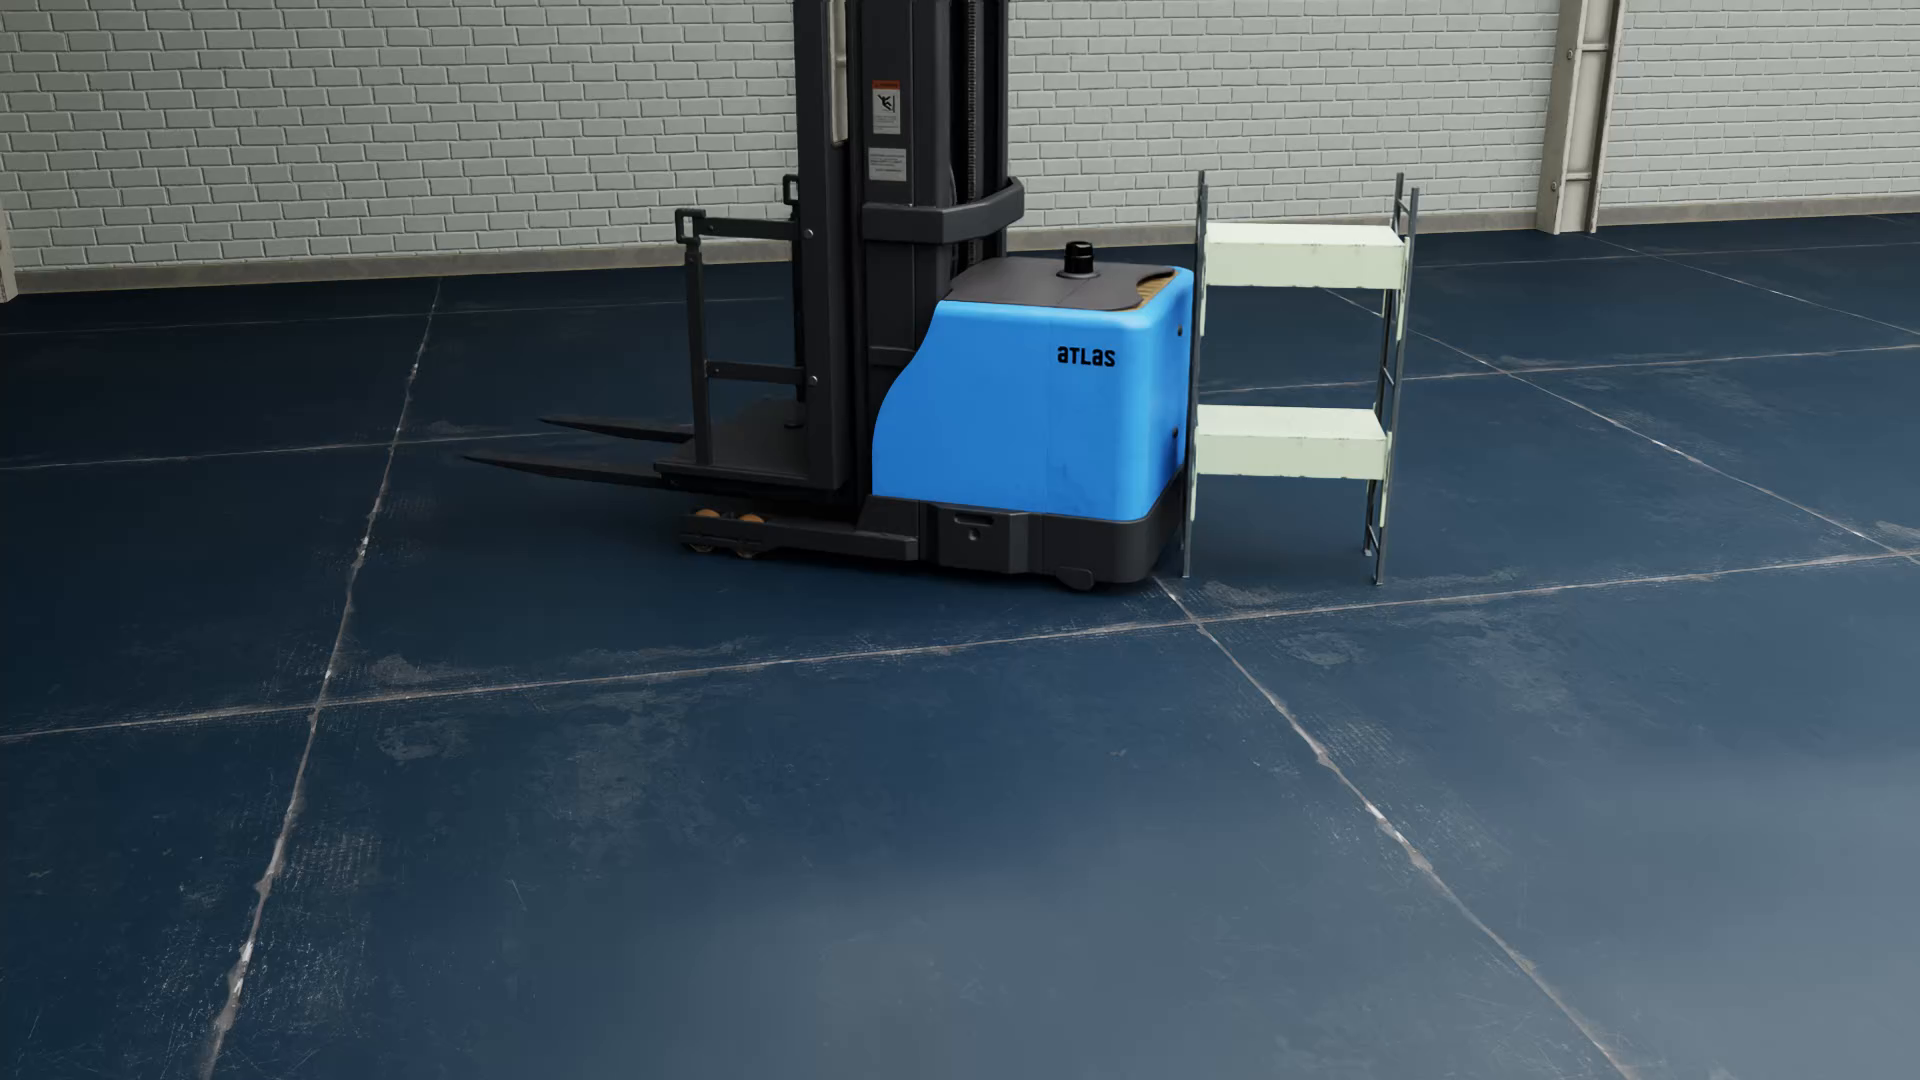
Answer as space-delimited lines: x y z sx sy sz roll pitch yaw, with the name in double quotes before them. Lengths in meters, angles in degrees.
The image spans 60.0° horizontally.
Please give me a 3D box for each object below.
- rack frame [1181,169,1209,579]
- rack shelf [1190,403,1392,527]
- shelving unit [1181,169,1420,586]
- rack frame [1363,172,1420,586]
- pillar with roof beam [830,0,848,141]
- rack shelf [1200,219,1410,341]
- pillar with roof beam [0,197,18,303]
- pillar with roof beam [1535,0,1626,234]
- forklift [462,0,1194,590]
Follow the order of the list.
"rack frame" 0.890 -0.623 6.336 0.023 1.500 0.400 2 20 6
"rack shelf" 1.254 -0.304 6.413 0.720 0.370 0.431 2 20 6
"shelving unit" 1.254 -0.610 6.301 0.755 1.500 0.431 2 20 6
"rack frame" 1.618 -0.598 6.265 0.023 1.500 0.400 2 20 6
"pillar with roof beam" 0.193 -4.892 7.087 0.400 9.000 9.100 -5 21 -12
"rack shelf" 1.254 -0.977 6.166 0.720 0.370 0.431 2 20 6
"pillar with roof beam" -5.646 -4.417 5.791 0.400 9.000 9.100 -5 21 -12
"pillar with roof beam" 6.032 -5.367 8.383 0.400 9.000 9.100 -5 21 -12
"forklift" -0.605 -1.473 6.575 3.031 2.935 1.130 7 21 17
